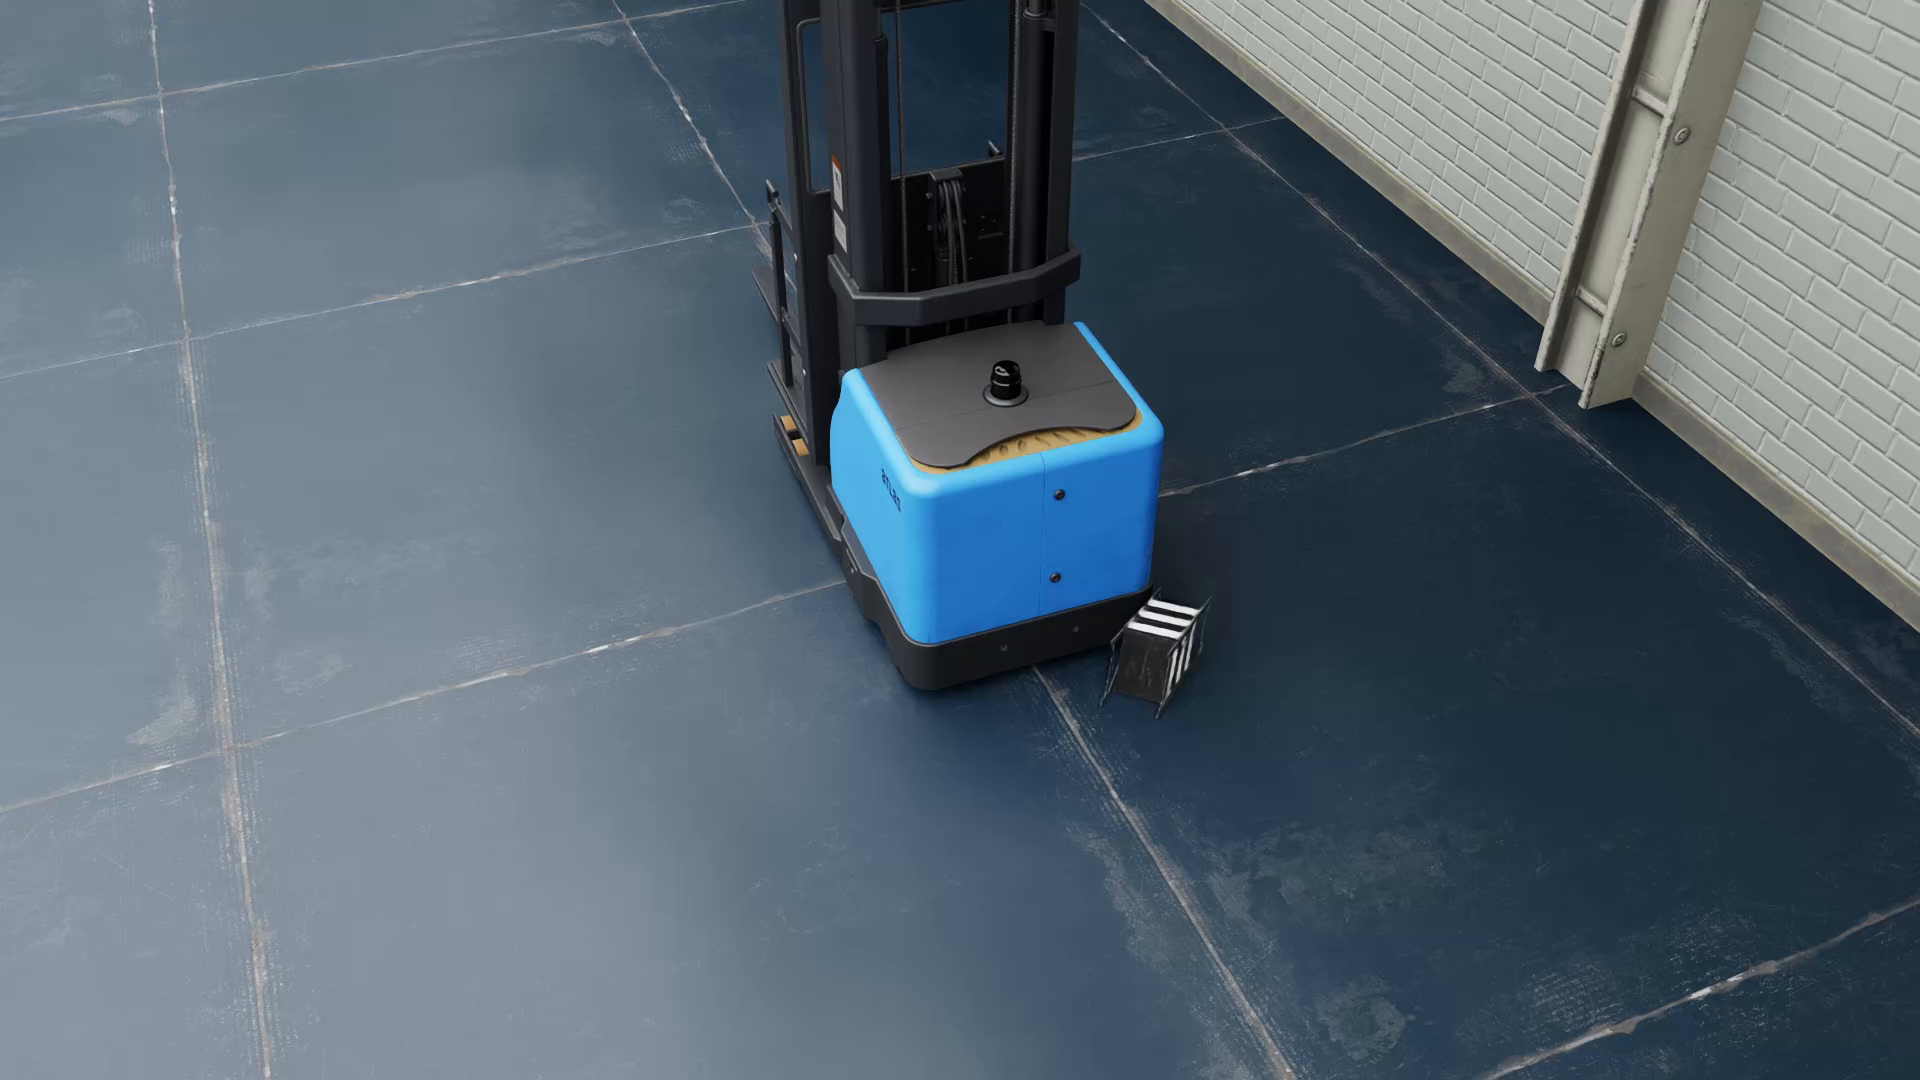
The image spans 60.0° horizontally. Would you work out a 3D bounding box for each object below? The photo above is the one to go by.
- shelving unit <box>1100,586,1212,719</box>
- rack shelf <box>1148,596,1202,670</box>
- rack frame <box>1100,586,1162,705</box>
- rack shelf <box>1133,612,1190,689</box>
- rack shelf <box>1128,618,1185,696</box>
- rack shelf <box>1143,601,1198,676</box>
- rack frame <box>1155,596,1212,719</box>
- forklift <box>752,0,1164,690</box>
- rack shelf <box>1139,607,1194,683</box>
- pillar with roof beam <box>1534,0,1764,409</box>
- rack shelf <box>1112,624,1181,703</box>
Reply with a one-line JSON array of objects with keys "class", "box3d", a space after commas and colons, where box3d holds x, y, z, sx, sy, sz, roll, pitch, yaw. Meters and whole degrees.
[{"class": "shelving unit", "box3d": [0.750, 0.406, 6.263, 0.210, 0.258, 0.900, 12, 15, 16]}, {"class": "rack shelf", "box3d": [0.816, 0.365, 6.462, 0.200, 0.258, 0.077, 12, 15, 16]}, {"class": "rack frame", "box3d": [0.654, 0.385, 6.291, 0.006, 0.240, 0.900, 12, 15, 16]}, {"class": "rack shelf", "box3d": [0.733, 0.417, 6.211, 0.200, 0.258, 0.077, 12, 15, 16]}, {"class": "rack shelf", "box3d": [0.705, 0.434, 6.127, 0.200, 0.258, 0.077, 12, 15, 16]}, {"class": "rack shelf", "box3d": [0.788, 0.382, 6.378, 0.200, 0.258, 0.077, 12, 15, 16]}, {"class": "rack frame", "box3d": [0.846, 0.427, 6.236, 0.006, 0.240, 0.900, 12, 15, 16]}, {"class": "forklift", "box3d": [-0.221, -1.496, 6.742, 1.130, 2.935, 3.031, -14, 43, -15]}, {"class": "rack shelf", "box3d": [0.760, 0.399, 6.294, 0.200, 0.258, 0.077, 12, 15, 16]}, {"class": "pillar with roof beam", "box3d": [-0.914, -3.121, 3.978, 9.100, 9.000, 0.400, -15, 43, -17]}, {"class": "rack shelf", "box3d": [0.677, 0.451, 6.043, 0.200, 0.258, 0.077, 12, 15, 16]}]
